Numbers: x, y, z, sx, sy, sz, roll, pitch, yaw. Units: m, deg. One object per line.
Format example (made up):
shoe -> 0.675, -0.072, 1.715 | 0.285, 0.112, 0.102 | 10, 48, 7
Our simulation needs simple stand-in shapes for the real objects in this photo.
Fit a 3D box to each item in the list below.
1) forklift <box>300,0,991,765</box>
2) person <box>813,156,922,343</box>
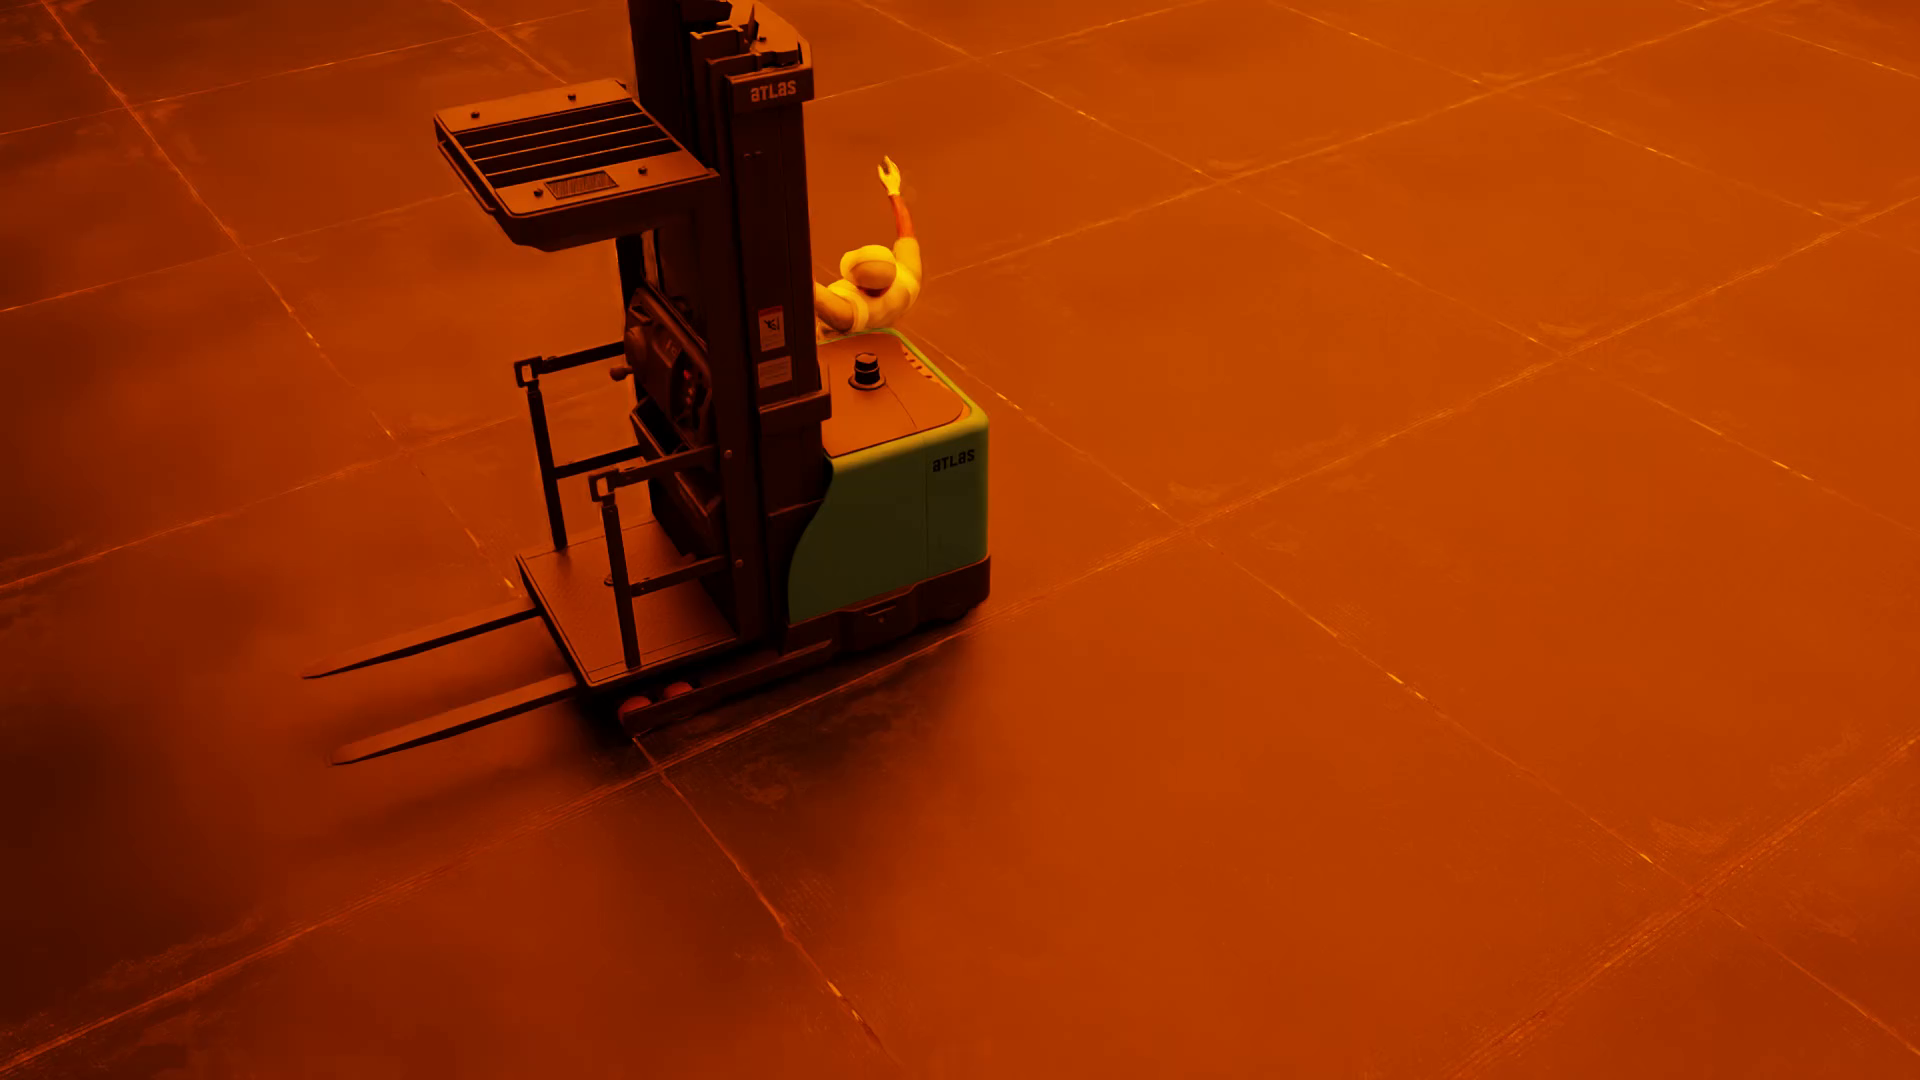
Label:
forklift -> -1.398, -0.689, 6.877 | 3.031, 2.935, 1.130 | -18, 40, -23
person -> -0.500, -1.043, 8.404 | 0.732, 1.667, 1.032 | 29, 45, 33
